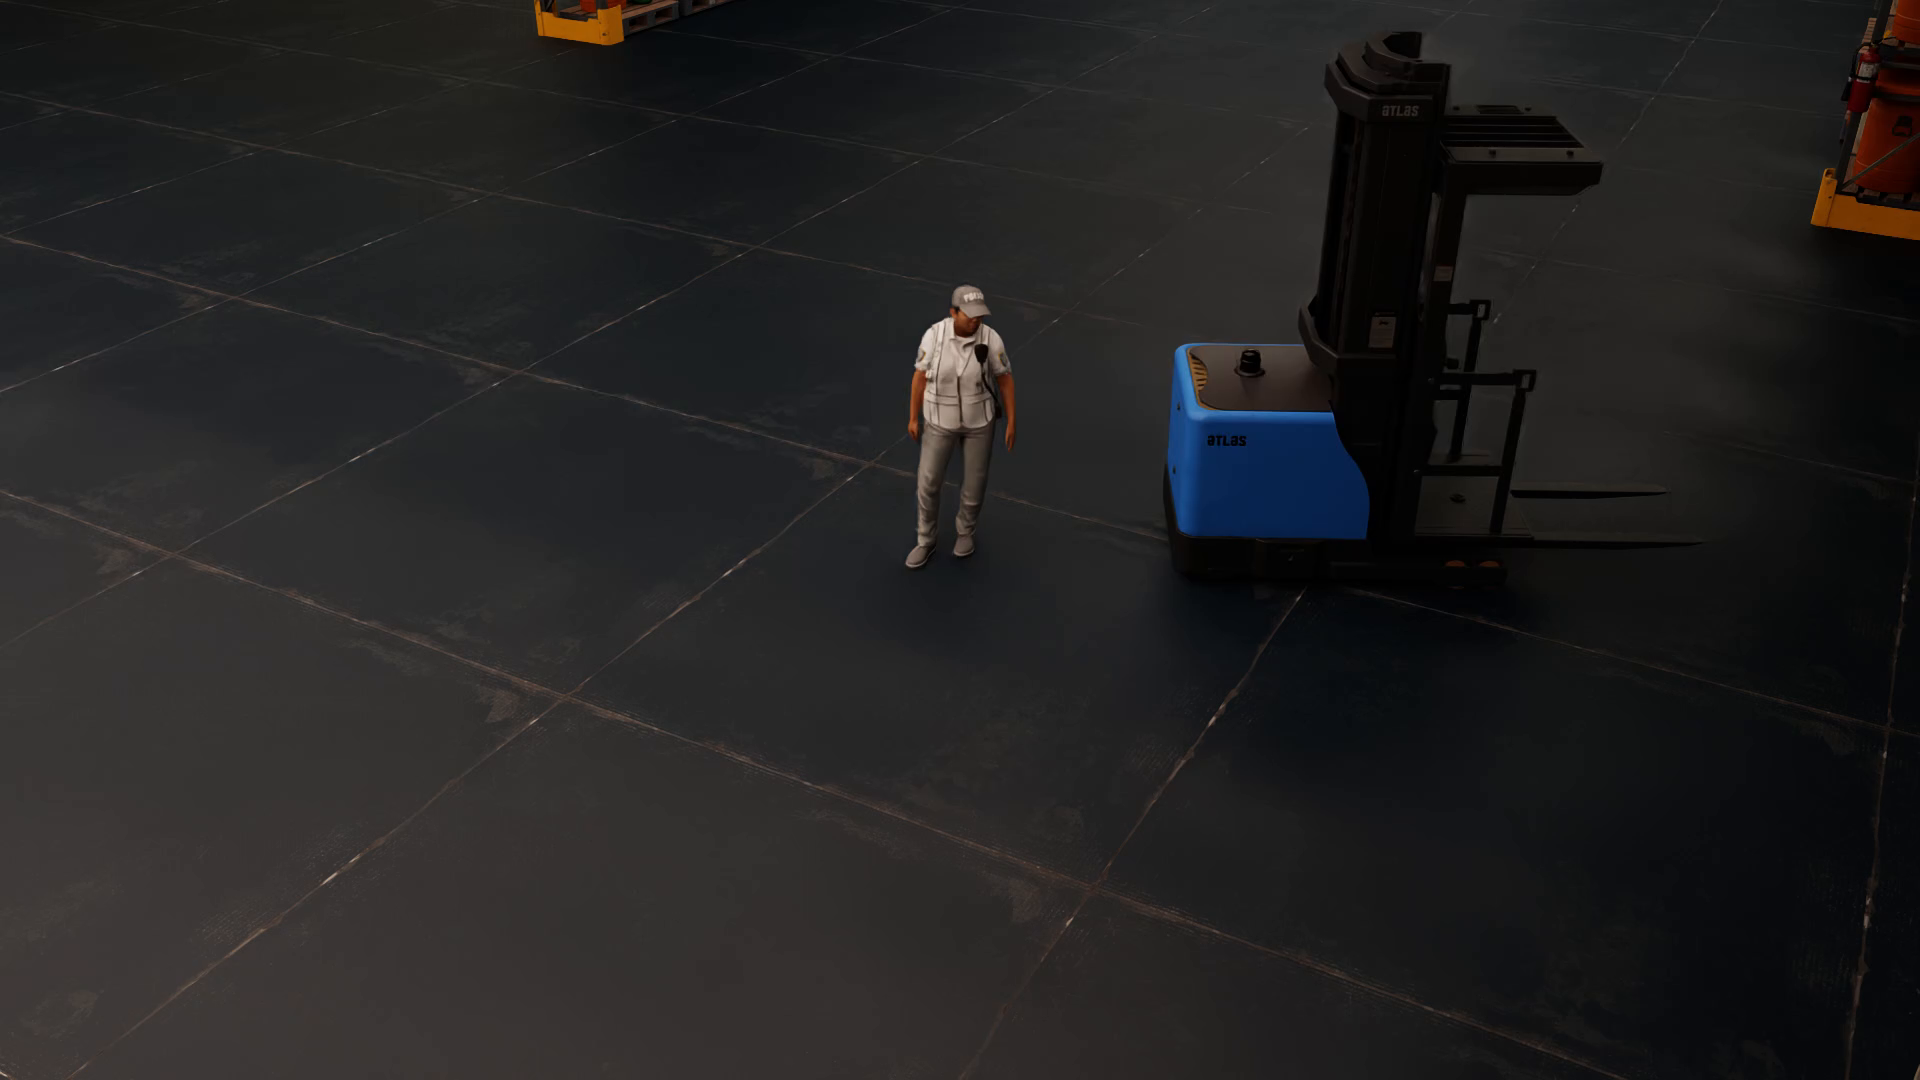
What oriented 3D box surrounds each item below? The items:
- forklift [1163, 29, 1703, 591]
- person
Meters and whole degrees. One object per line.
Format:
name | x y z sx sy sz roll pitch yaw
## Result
forklift | 2.761 -1.253 9.241 3.031 2.935 1.130 1 30 2
person | -0.006 -0.657 9.492 0.649 1.654 0.470 -2 30 -3
